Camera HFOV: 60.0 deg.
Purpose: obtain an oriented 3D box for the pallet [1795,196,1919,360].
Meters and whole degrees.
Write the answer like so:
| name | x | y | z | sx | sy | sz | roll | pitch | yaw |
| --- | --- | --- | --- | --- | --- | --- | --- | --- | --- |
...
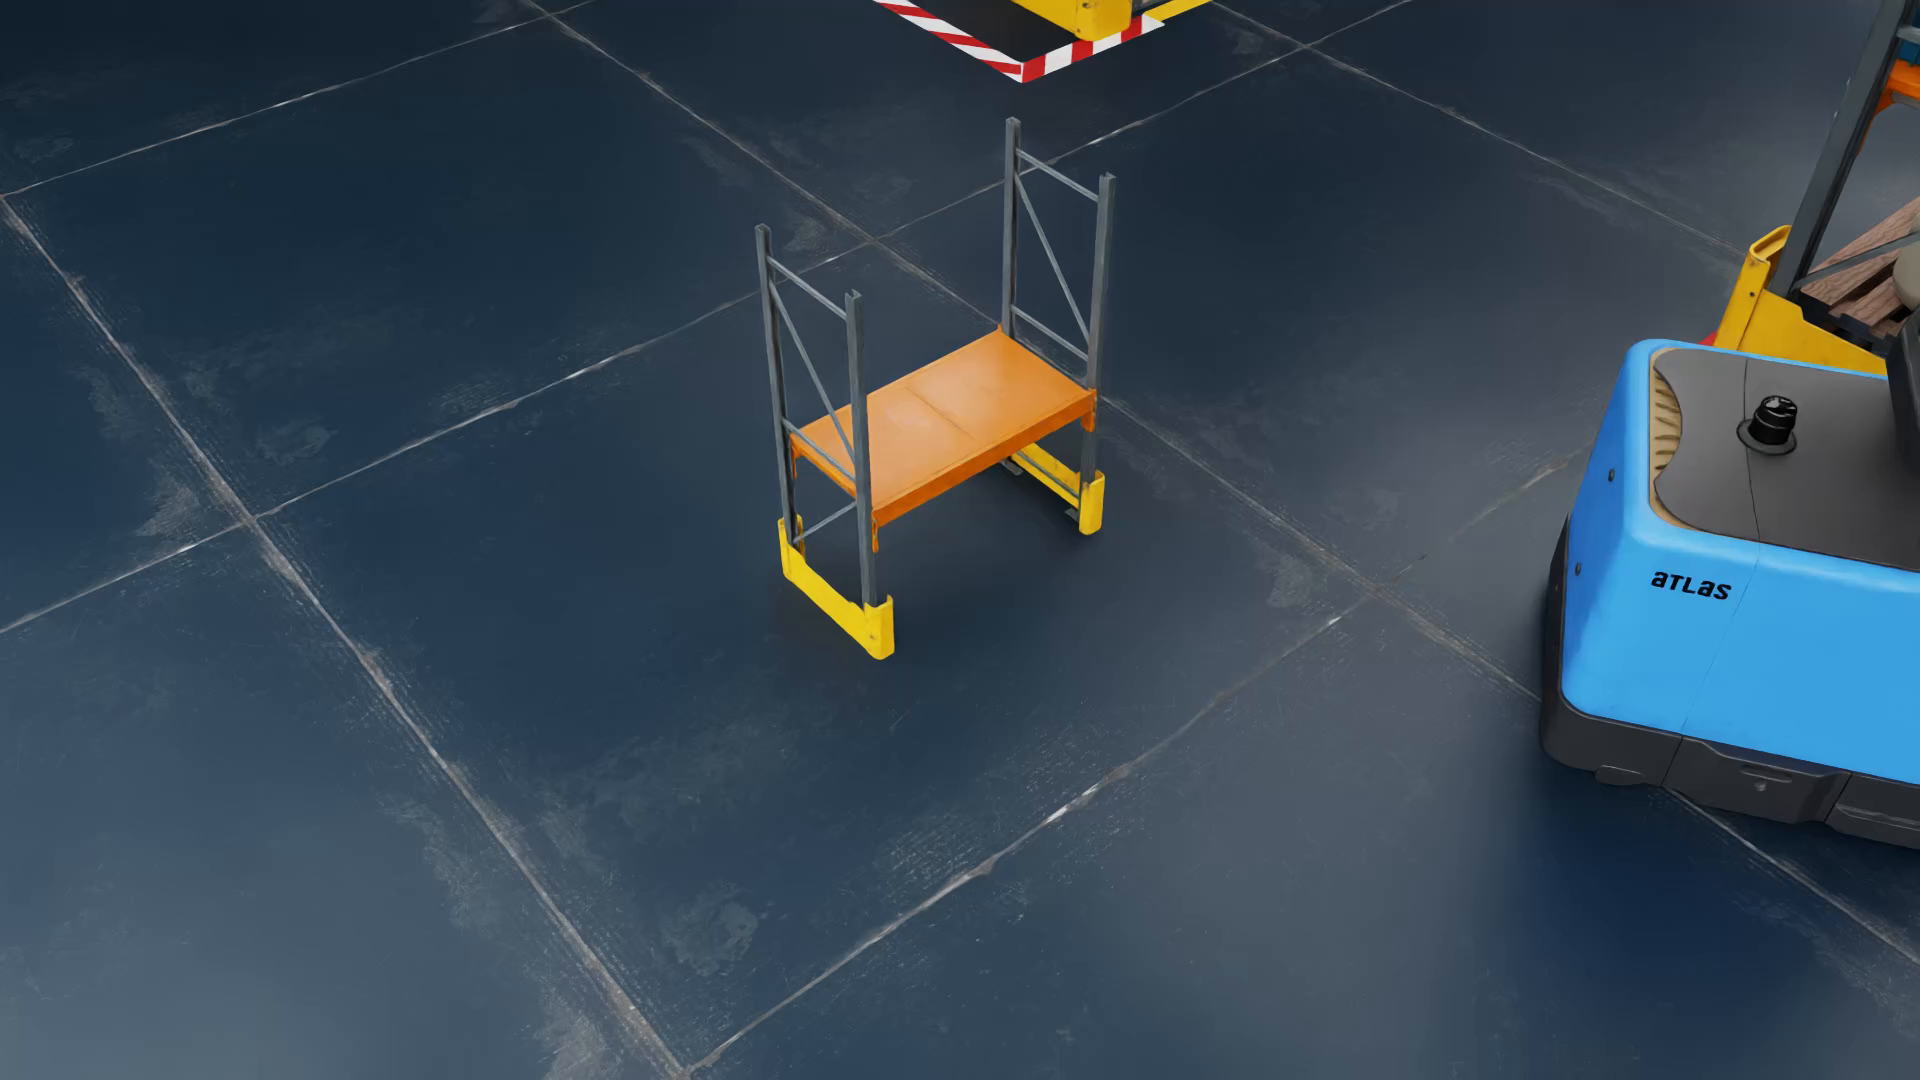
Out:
| name | x | y | z | sx | sy | sz | roll | pitch | yaw |
| --- | --- | --- | --- | --- | --- | --- | --- | --- | --- |
| pallet | 4.324 | -1.013 | 7.174 | 1.213 | 0.211 | 1.003 | -30 | 51 | -28 |

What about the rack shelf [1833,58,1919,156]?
| name | x | y | z | sx | sy | sz | roll | pitch | yaw |
| --- | --- | --- | --- | --- | --- | --- | --- | --- | --- |
| rack shelf | 5.203 | -2.233 | 6.963 | 4.000 | 0.370 | 1.077 | -30 | 51 | -28 |

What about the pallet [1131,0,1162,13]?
| name | x | y | z | sx | sy | sz | roll | pitch | yaw |
| --- | --- | --- | --- | --- | --- | --- | --- | --- | --- |
| pallet | 1.054 | -3.561 | 9.888 | 1.213 | 0.211 | 1.003 | -30 | 51 | -28 |

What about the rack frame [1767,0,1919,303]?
| name | x | y | z | sx | sy | sz | roll | pitch | yaw |
| --- | --- | --- | --- | --- | --- | --- | --- | --- | --- |
| rack frame | 3.669 | -1.617 | 5.781 | 0.127 | 3.000 | 1.000 | -30 | 51 | -28 |

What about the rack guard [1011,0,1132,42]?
| name | x | y | z | sx | sy | sz | roll | pitch | yaw |
| --- | --- | --- | --- | --- | --- | --- | --- | --- | --- |
| rack guard | 0.476 | -3.298 | 9.397 | 0.348 | 0.500 | 1.175 | -30 | 51 | -28 |

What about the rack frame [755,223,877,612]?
| name | x | y | z | sx | sy | sz | roll | pitch | yaw |
| --- | --- | --- | --- | --- | --- | --- | --- | --- | --- |
| rack frame | -0.455 | -0.286 | 5.459 | 0.032 | 1.500 | 0.500 | -30 | 51 | -28 |

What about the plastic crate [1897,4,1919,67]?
| name | x | y | z | sx | sy | sz | roll | pitch | yaw |
| --- | --- | --- | --- | --- | --- | --- | --- | --- | --- |
| plastic crate | 3.861 | -1.940 | 6.233 | 0.616 | 0.251 | 0.499 | -30 | 51 | -28 |

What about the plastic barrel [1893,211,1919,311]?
| name | x | y | z | sx | sy | sz | roll | pitch | yaw |
| --- | --- | --- | --- | --- | --- | --- | --- | --- | --- |
| plastic barrel | 4.125 | -1.193 | 6.839 | 0.421 | 0.512 | 0.421 | 0 | 43 | 0 |

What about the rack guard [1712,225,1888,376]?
| name | x | y | z | sx | sy | sz | roll | pitch | yaw |
| --- | --- | --- | --- | --- | --- | --- | --- | --- | --- |
| rack guard | 3.697 | -0.764 | 6.698 | 0.348 | 0.500 | 1.175 | -30 | 51 | -28 |

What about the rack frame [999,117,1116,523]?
| name | x | y | z | sx | sy | sz | roll | pitch | yaw |
| --- | --- | --- | --- | --- | --- | --- | --- | --- | --- |
| rack frame | 0.324 | -0.733 | 5.934 | 0.032 | 1.500 | 0.500 | -30 | 51 | -28 |

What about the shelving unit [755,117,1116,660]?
| name | x | y | z | sx | sy | sz | roll | pitch | yaw |
| --- | --- | --- | --- | --- | --- | --- | --- | --- | --- |
| shelving unit | -0.058 | -0.513 | 5.701 | 1.083 | 1.500 | 0.587 | -30 | 51 | -28 |

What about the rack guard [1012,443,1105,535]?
| name | x | y | z | sx | sy | sz | roll | pitch | yaw |
| --- | --- | --- | --- | --- | --- | --- | --- | --- | --- |
| rack guard | 0.324 | -0.276 | 6.362 | 0.087 | 0.250 | 0.587 | -30 | 51 | -28 |

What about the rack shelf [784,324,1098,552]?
| name | x | y | z | sx | sy | sz | roll | pitch | yaw |
| --- | --- | --- | --- | --- | --- | --- | --- | --- | --- |
| rack shelf | -0.065 | -0.378 | 5.820 | 1.000 | 0.185 | 0.538 | -30 | 51 | -28 |

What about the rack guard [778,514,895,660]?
| name | x | y | z | sx | sy | sz | roll | pitch | yaw |
| --- | --- | --- | --- | --- | --- | --- | --- | --- | --- |
| rack guard | -0.440 | 0.161 | 5.896 | 0.087 | 0.250 | 0.587 | -30 | 51 | -28 |

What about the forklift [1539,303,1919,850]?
| name | x | y | z | sx | sy | sz | roll | pitch | yaw |
| --- | --- | --- | --- | --- | --- | --- | --- | --- | --- |
| forklift | 3.474 | -0.348 | 4.479 | 3.031 | 2.935 | 1.130 | 12 | 44 | 12 |
